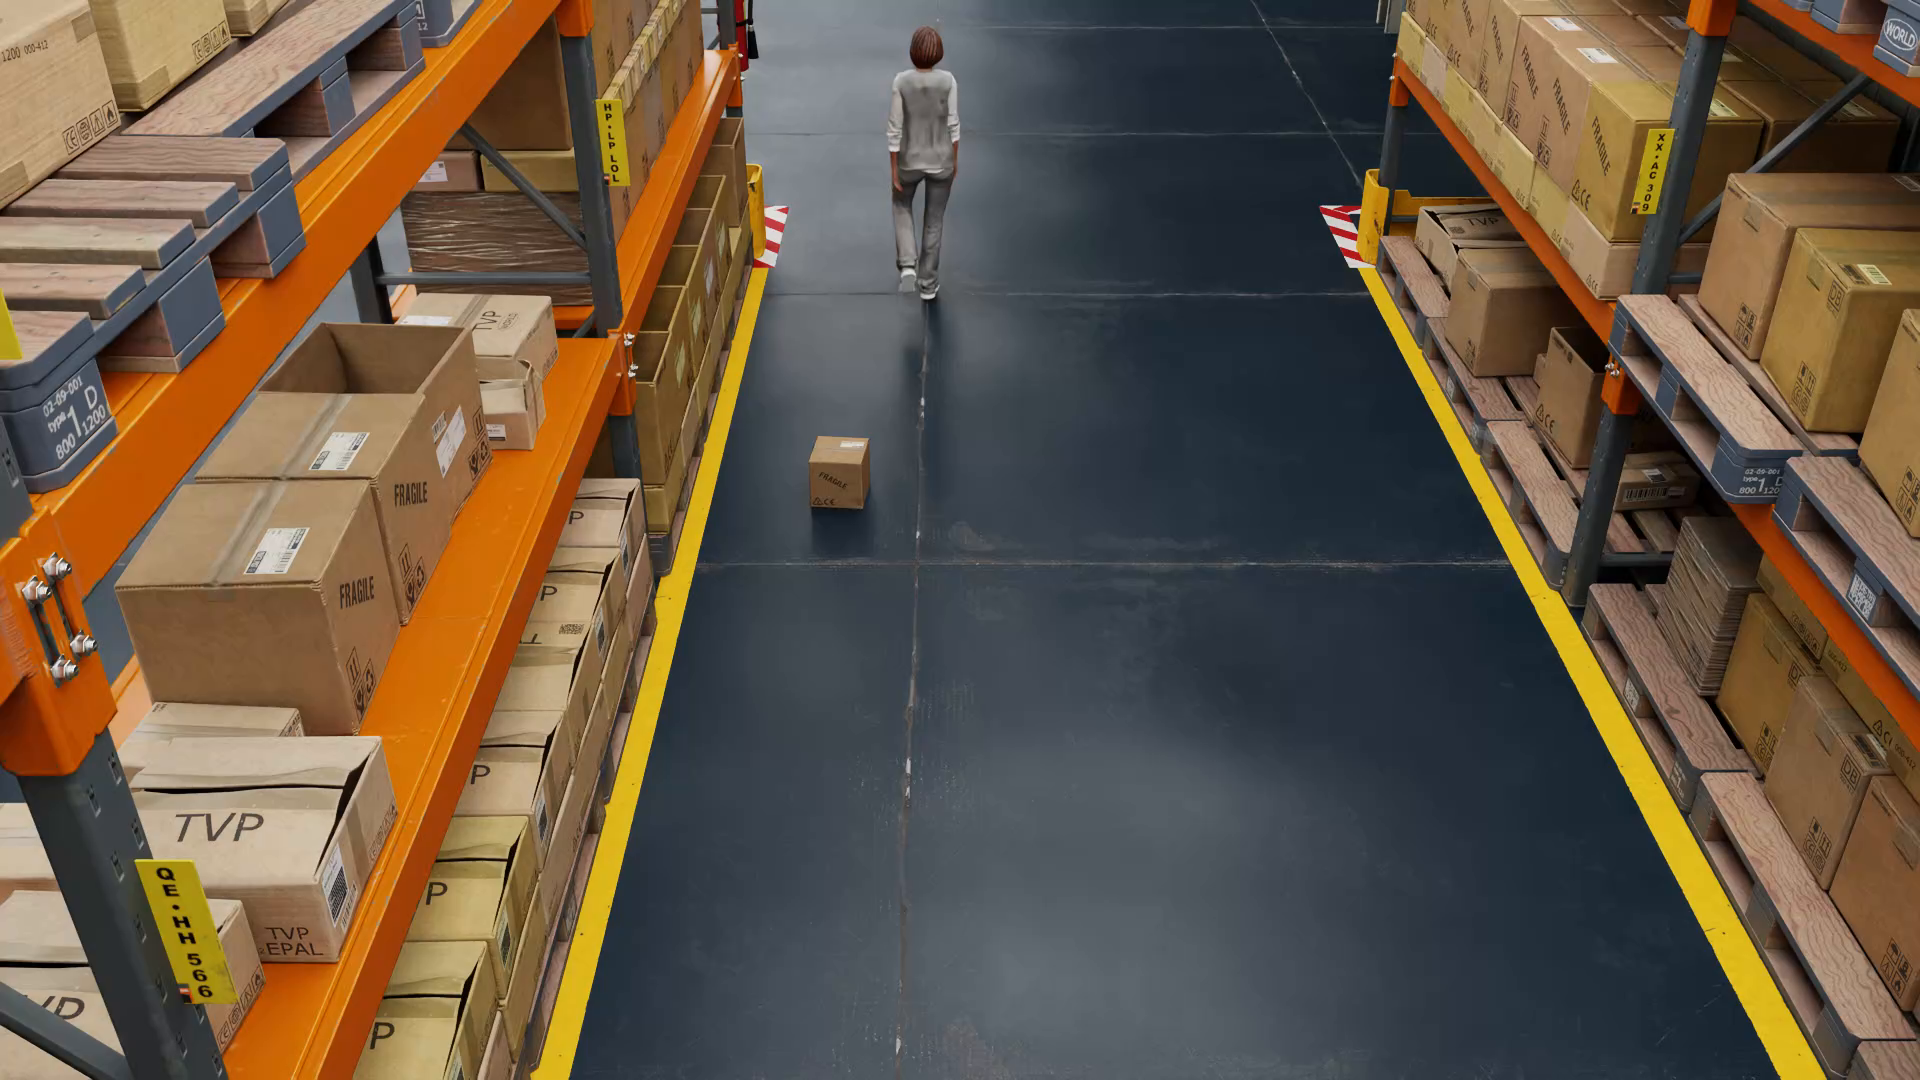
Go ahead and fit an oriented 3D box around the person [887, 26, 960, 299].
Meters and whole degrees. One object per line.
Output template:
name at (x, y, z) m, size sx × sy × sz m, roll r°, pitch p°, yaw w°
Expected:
person at (-0.207, -2.163, 9.563) m, size 0.414 × 1.590 × 0.398 m, roll 0°, pitch 32°, yaw -1°
